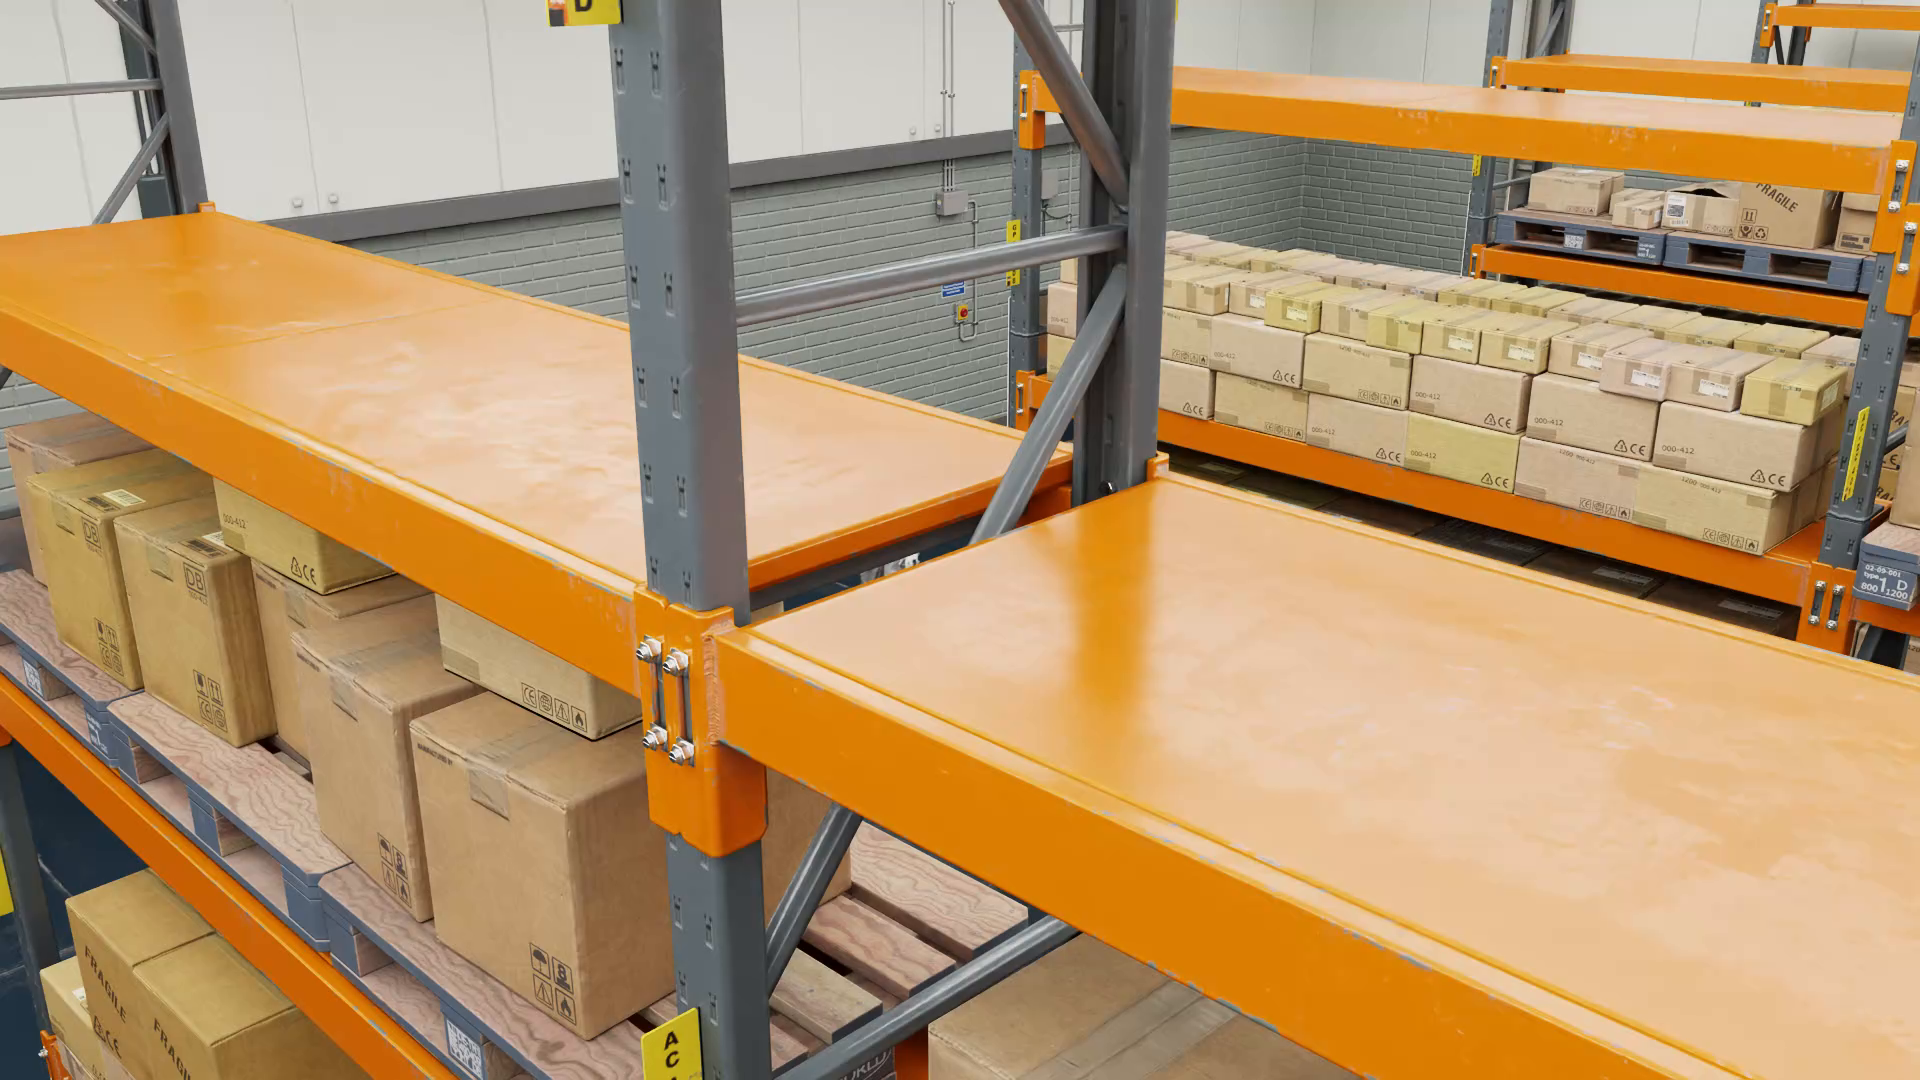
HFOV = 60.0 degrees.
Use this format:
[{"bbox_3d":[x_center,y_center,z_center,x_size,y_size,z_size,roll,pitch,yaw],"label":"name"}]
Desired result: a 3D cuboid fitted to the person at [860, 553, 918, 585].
[{"bbox_3d":[-0.527,0.013,11.775,0.632,1.776,0.444,17,26,39],"label":"person"}]
